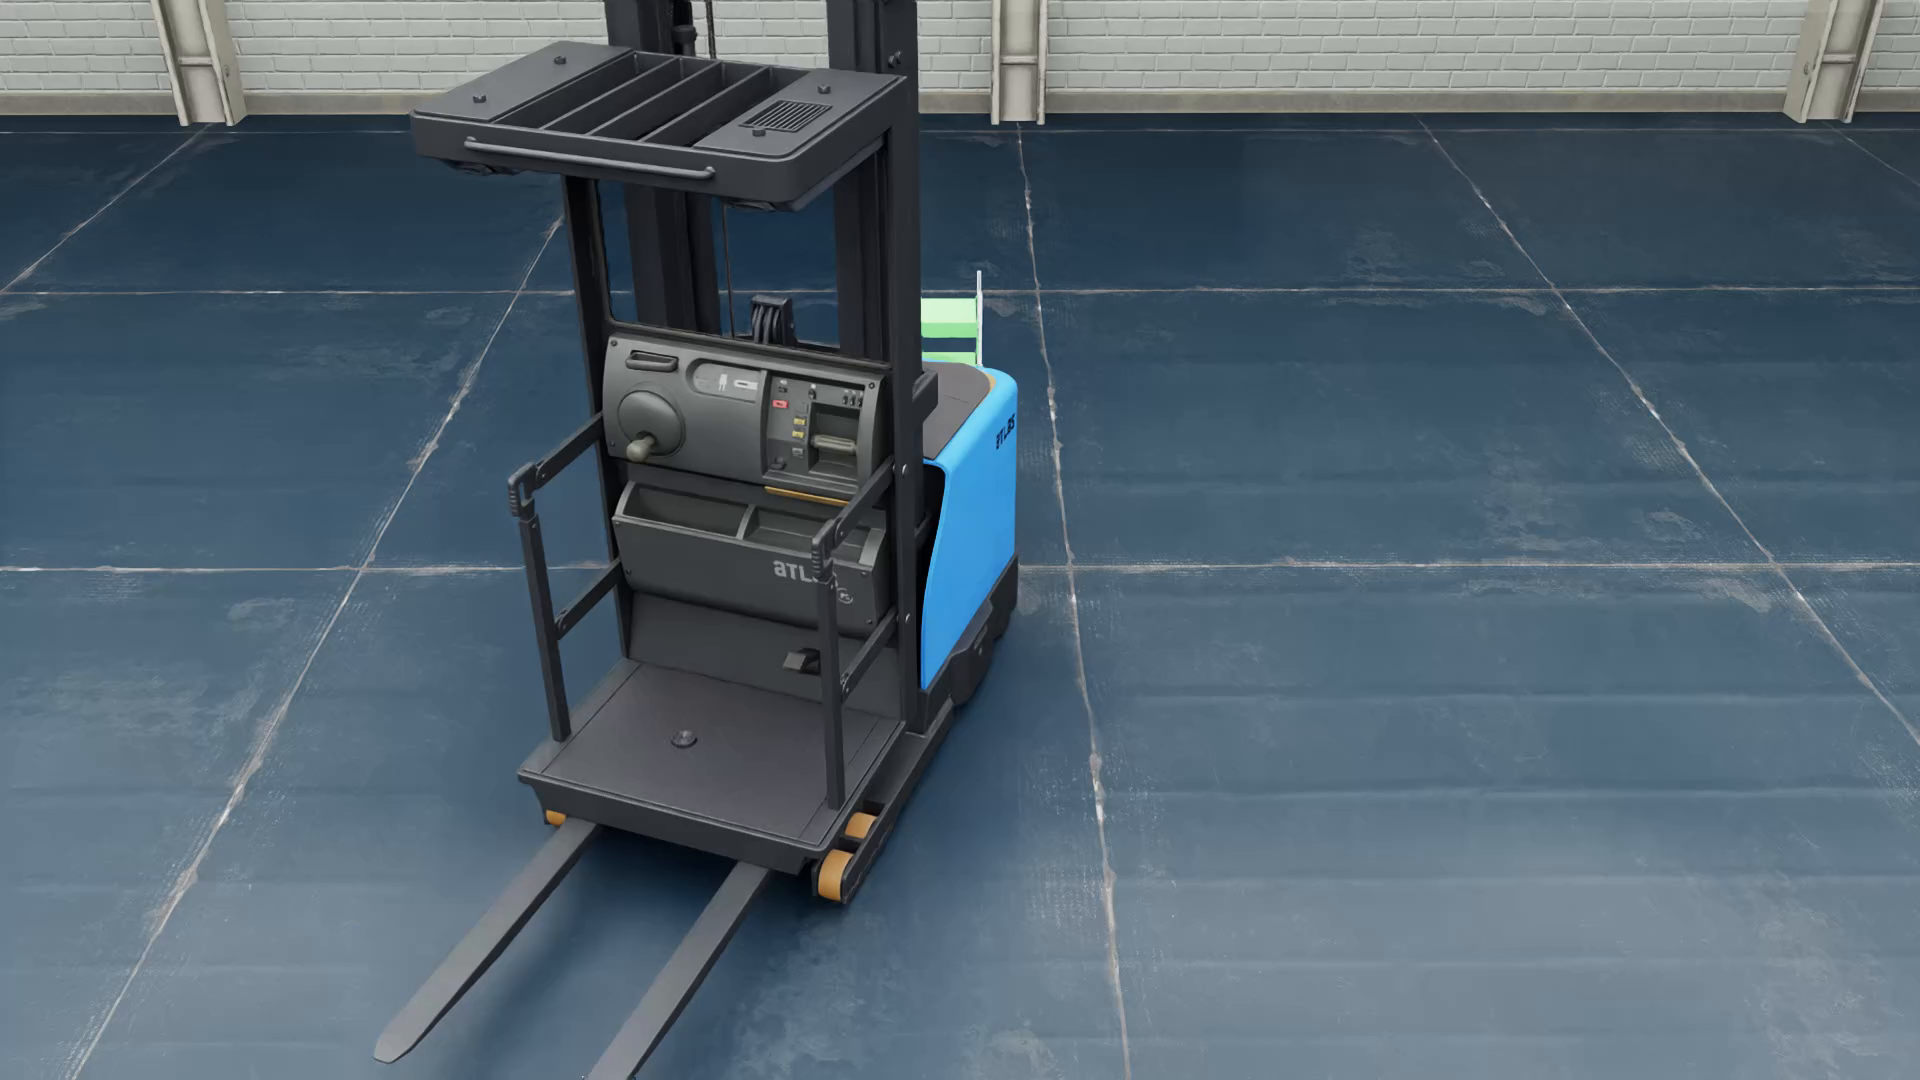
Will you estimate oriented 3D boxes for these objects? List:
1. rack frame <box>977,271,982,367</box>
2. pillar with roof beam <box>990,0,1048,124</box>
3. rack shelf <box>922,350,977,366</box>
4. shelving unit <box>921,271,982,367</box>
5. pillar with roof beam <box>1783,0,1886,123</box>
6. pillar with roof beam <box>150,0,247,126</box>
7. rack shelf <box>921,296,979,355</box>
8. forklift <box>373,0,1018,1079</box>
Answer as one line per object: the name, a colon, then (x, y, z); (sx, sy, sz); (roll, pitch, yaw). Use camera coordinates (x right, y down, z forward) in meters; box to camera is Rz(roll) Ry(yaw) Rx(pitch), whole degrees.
rack frame: (0.078, -0.513, 6.939); (0.015, 1.200, 0.240); (0, 31, 0)
pillar with roof beam: (0.456, -4.777, 6.449); (0.400, 9.000, 9.100); (0, 31, 0)
rack shelf: (-0.166, -0.663, 6.847); (0.480, 0.148, 0.258); (0, 31, 0)
shelving unit: (-0.166, -0.512, 6.938); (0.503, 1.200, 0.258); (0, 31, 0)
pillar with roof beam: (6.456, -4.796, 6.480); (0.400, 9.000, 9.100); (0, 31, 0)
pillar with roof beam: (-5.544, -4.759, 6.418); (0.400, 9.000, 9.100); (0, 31, 0)
rack shelf: (-0.166, -0.868, 6.722); (0.480, 0.148, 0.258); (0, 31, 0)
forklift: (-0.757, -0.336, 4.978); (1.130, 2.935, 3.031); (11, 33, 17)
